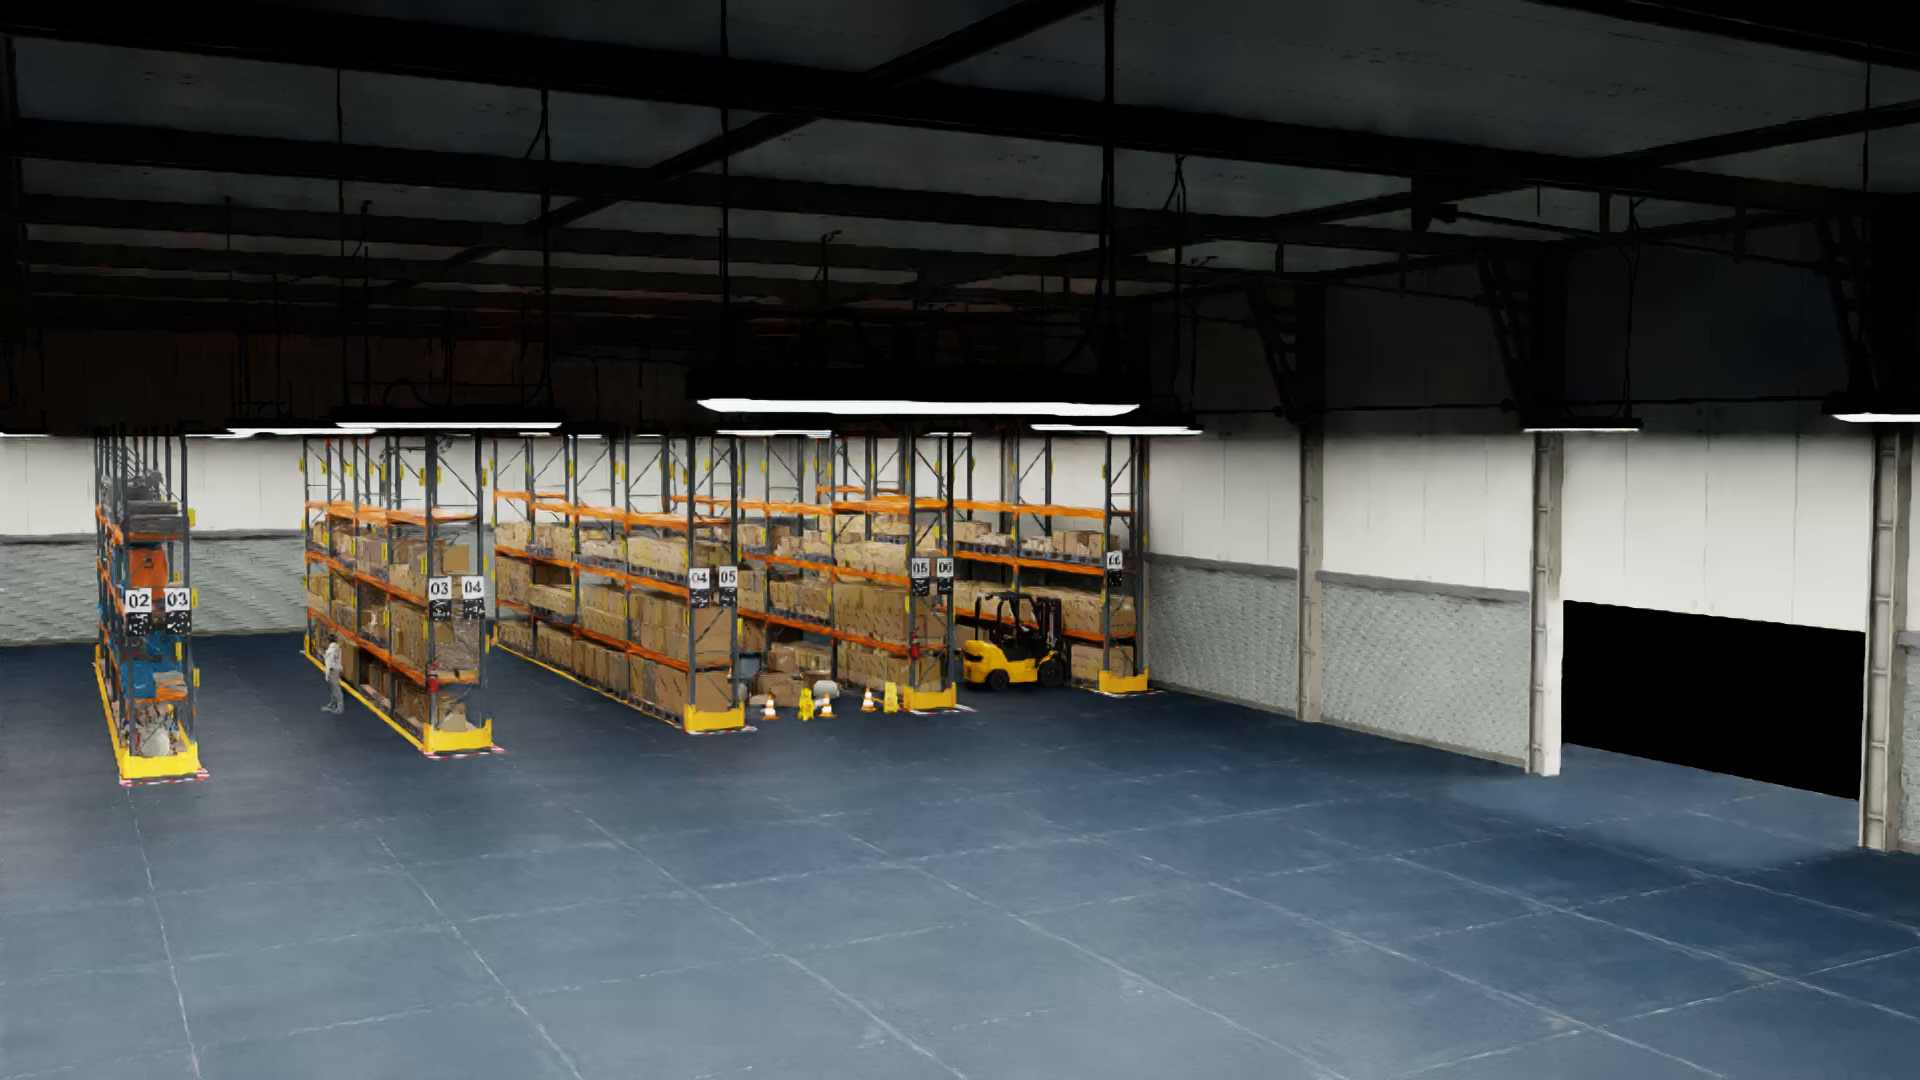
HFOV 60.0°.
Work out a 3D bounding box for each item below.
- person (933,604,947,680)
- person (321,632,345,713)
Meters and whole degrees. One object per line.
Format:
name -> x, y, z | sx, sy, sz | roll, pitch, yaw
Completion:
person -> -0.597, 2.417, 39.598 | 0.593, 1.772, 0.670 | 0, 3, 1
person -> -13.166, 2.763, 34.881 | 0.550, 1.663, 0.586 | 0, 3, -4
